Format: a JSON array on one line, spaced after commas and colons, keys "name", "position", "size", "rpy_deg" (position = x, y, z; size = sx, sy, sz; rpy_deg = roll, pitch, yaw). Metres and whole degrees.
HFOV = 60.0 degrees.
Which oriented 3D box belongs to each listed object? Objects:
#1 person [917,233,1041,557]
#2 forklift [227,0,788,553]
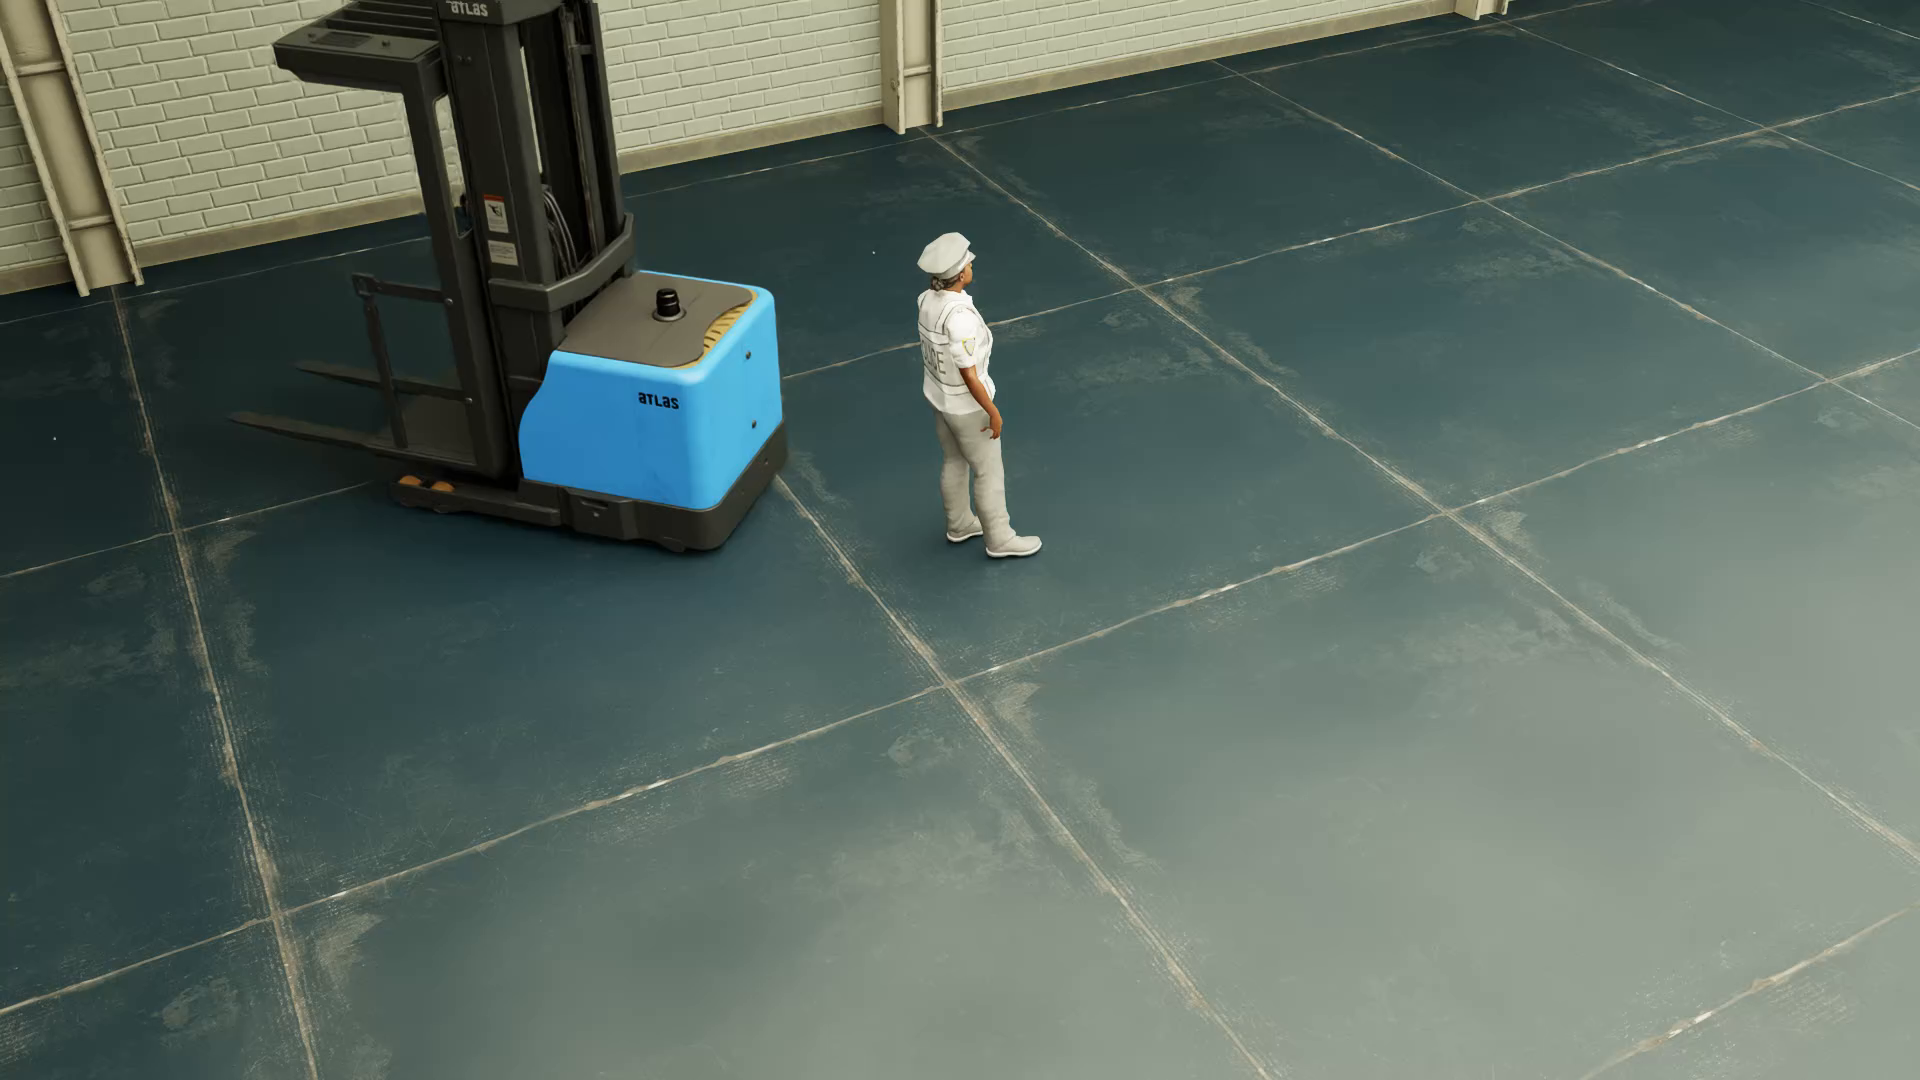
[{"name": "person", "position": [0.076, -0.708, 8.183], "size": [0.528, 1.695, 0.569], "rpy_deg": [-17, 39, -23]}, {"name": "forklift", "position": [-2.528, -1.619, 8.414], "size": [3.031, 2.935, 1.130], "rpy_deg": [10, 37, 14]}]
